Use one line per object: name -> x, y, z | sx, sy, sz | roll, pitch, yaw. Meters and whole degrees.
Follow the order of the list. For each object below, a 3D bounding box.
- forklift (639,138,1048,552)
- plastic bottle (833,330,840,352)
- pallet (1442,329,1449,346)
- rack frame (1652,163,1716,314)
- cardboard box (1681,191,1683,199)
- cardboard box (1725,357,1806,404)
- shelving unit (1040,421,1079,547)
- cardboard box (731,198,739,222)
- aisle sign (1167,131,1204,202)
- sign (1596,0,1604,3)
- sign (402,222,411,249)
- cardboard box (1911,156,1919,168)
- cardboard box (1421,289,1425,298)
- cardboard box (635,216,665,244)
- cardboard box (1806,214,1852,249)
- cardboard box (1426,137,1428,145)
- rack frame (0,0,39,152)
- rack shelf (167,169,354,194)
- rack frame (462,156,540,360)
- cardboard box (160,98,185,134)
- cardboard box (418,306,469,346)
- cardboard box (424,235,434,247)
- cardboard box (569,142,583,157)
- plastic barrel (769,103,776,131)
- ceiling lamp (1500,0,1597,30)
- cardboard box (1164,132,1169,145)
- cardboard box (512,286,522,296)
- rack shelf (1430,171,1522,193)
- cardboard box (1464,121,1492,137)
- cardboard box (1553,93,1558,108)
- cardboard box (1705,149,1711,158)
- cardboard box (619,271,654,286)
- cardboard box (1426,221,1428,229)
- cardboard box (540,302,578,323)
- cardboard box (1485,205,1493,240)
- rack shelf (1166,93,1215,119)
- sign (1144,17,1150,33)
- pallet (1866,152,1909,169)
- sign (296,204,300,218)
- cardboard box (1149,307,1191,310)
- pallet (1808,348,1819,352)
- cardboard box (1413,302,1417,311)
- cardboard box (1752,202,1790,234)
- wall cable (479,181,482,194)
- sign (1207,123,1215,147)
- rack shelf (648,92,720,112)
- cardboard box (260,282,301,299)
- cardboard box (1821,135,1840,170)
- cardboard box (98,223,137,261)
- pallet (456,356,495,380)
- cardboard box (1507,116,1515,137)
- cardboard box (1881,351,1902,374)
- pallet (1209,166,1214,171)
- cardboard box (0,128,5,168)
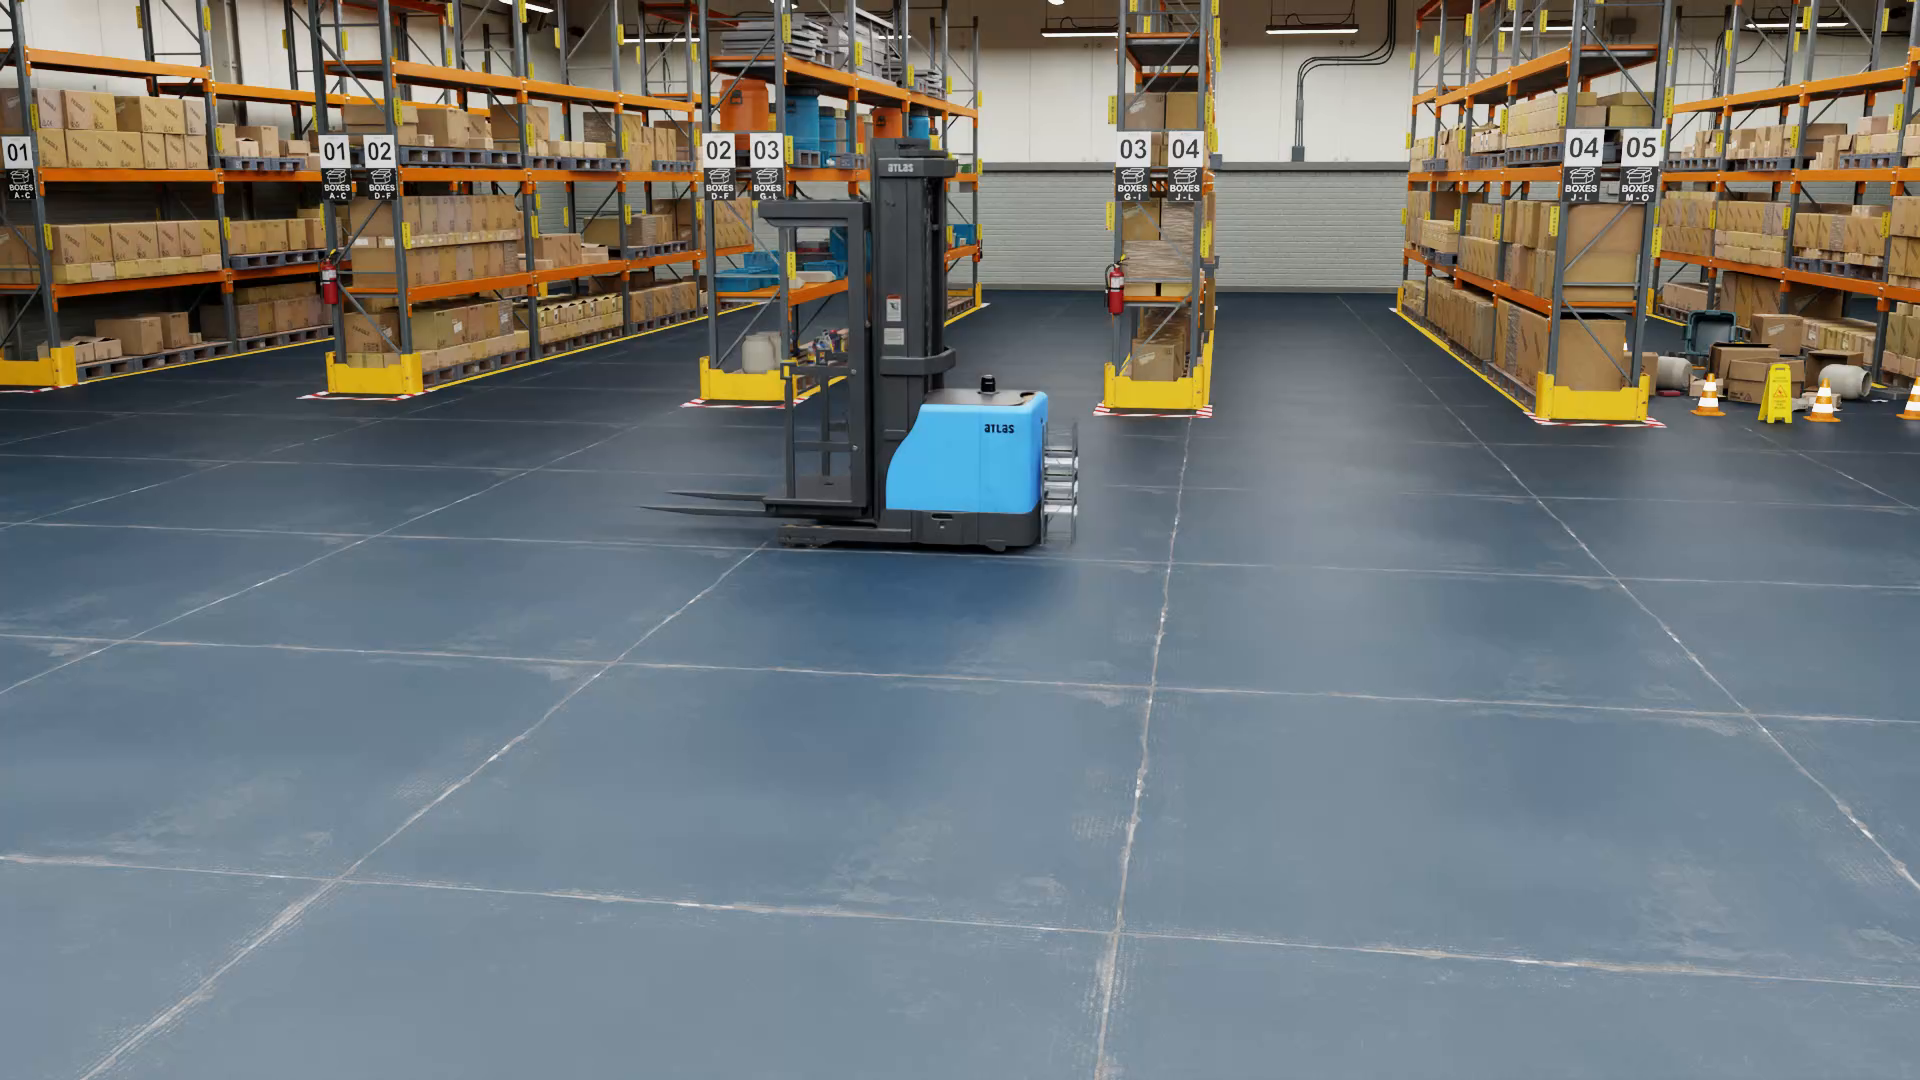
forklift -> -0.888, -1.479, 12.398 | 3.031, 2.935, 1.130 | 2, 12, 10
plastic bottle -> -1.785, -2.819, 23.699 | 0.144, 0.351, 0.185 | 2, 12, 7
pallet -> 8.545, -3.332, 27.456 | 1.003, 0.211, 1.213 | 2, 12, 9
rack frame -> 14.561, -6.059, 33.488 | 1.000, 3.000, 0.127 | 2, 12, 9
cardboard box -> 14.098, -6.630, 31.986 | 0.380, 0.149, 0.250 | 2, 12, 9
cardboard box -> 9.868, -1.956, 20.374 | 0.797, 0.503, 0.637 | -7, 14, -30
shelving unit -> 0.735, -0.413, 12.274 | 0.258, 0.900, 0.210 | 2, 12, 9
cardboard box -> -4.968, -6.925, 34.894 | 0.500, 0.500, 0.500 | 2, 12, 10
aisle sign -> 2.595, -4.298, 19.144 | 0.394, 0.787, 0.004 | 2, 12, 9
sign -> 8.353, -7.144, 21.689 | 0.100, 0.325, 0.005 | 2, 12, 9
sign -> -6.933, -3.814, 20.827 | 0.100, 0.325, 0.005 | 2, 12, 9
cardboard box -> 12.327, -4.795, 21.099 | 0.380, 0.149, 0.250 | 2, 12, 9
cardboard box -> 8.836, -4.605, 31.100 | 0.380, 0.149, 0.250 | 2, 12, 9
cardboard box -> -5.845, -5.754, 30.837 | 0.700, 0.500, 0.500 | -1, 12, -6
cardboard box -> 12.959, -4.598, 24.770 | 0.500, 0.500, 0.500 | 3, 12, 12
cardboard box -> 8.969, -7.489, 31.228 | 0.380, 0.149, 0.250 | 1, 12, 6
rack frame -> -12.375, -6.464, 21.125 | 1.000, 3.000, 0.127 | 2, 12, 9
rack shelf -> -11.453, -5.895, 27.313 | 1.077, 0.370, 4.000 | 2, 12, 9
rack frame -> -6.865, -4.204, 24.880 | 1.000, 3.000, 0.127 | 2, 12, 9
cardboard box -> -11.644, -6.149, 24.129 | 0.500, 0.500, 0.500 | 3, 12, 12
cardboard box -> -7.039, -2.912, 22.635 | 0.500, 0.500, 0.500 | 2, 12, 9
cardboard box -> -7.129, -3.919, 21.780 | 0.380, 0.149, 0.250 | 2, 12, 9
cardboard box -> -6.426, -6.310, 26.893 | 0.500, 0.250, 0.500 | 2, 12, 8
plastic barrel -> -2.536, -5.215, 21.008 | 0.600, 0.588, 0.600 | 0, 12, 0
ceiling lamp -> 12.578, -12.482, 35.198 | 2.000, 3.185, 0.800 | 2, 12, 9
cardboard box -> 2.579, -4.687, 19.412 | 0.380, 0.149, 0.250 | 2, 12, 8
cardboard box -> -10.000, -5.592, 36.257 | 0.700, 0.500, 0.500 | 2, 12, 8
rack shelf -> 8.731, -6.064, 28.099 | 1.077, 0.370, 4.000 | 2, 12, 9
cardboard box -> 8.229, -6.515, 26.430 | 0.396, 0.266, 0.258 | 2, 12, 9
cardboard box -> 6.950, -4.988, 18.869 | 0.380, 0.149, 0.250 | 2, 12, 9
cardboard box -> 13.768, -7.022, 30.200 | 0.380, 0.149, 0.250 | 2, 12, 10
cardboard box -> -6.103, -4.928, 31.349 | 0.500, 0.250, 0.500 | 2, 12, 9
cardboard box -> 8.445, -5.560, 29.362 | 0.380, 0.149, 0.250 | 2, 12, 9
cardboard box -> -6.395, -3.629, 26.411 | 0.500, 0.311, 0.500 | 1, 12, 7
cardboard box -> 8.113, -4.659, 24.381 | 0.700, 0.500, 0.500 | 2, 12, 8
rack shelf -> 3.846, -7.517, 28.668 | 1.077, 0.370, 4.000 | 2, 12, 9
sign -> 2.989, -8.199, 26.583 | 0.100, 0.325, 0.005 | 2, 12, 9
pallet -> 12.915, -5.061, 22.181 | 1.213, 0.211, 1.003 | 2, 12, 9
sign -> -11.694, -5.780, 29.443 | 0.100, 0.325, 0.005 | 2, 12, 9
cardboard box -> 3.302, -3.334, 25.731 | 0.700, 0.500, 0.500 | 3, 13, 13
pallet -> 13.019, -2.615, 24.125 | 1.003, 0.211, 1.213 | 2, 12, 9
cardboard box -> 8.922, -4.485, 31.957 | 0.380, 0.149, 0.250 | 2, 12, 9
cardboard box -> 13.305, -5.258, 27.159 | 0.500, 0.500, 0.500 | 2, 12, 9
wall cable -> -10.652, -7.655, 38.484 | 0.084, 1.984, 1.851 | 2, 12, 9
sign -> 3.460, -5.585, 22.942 | 0.100, 0.325, 0.005 | 2, 12, 9
rack shelf -> -5.327, -8.865, 33.983 | 1.077, 0.370, 4.000 | 2, 12, 9
cardboard box -> -11.428, -4.181, 27.881 | 0.500, 0.250, 0.500 | 2, 12, 8
cardboard box -> 13.175, -5.712, 24.520 | 0.700, 0.500, 0.500 | 2, 12, 9
cardboard box -> -11.833, -4.134, 23.082 | 0.500, 0.500, 0.500 | 1, 12, 7
pallet -> -7.214, -2.422, 23.230 | 1.003, 0.211, 1.213 | 2, 12, 9
cardboard box -> 7.457, -5.400, 21.727 | 0.500, 0.250, 0.500 | 2, 12, 9
cardboard box -> 12.358, -2.308, 21.613 | 0.500, 0.250, 0.500 | 1, 12, 6
pallet -> 3.585, -6.225, 27.584 | 1.213, 0.211, 1.003 | 2, 12, 11
cardboard box -> -12.561, -5.151, 21.870 | 0.500, 0.500, 0.500 | 3, 12, 13
